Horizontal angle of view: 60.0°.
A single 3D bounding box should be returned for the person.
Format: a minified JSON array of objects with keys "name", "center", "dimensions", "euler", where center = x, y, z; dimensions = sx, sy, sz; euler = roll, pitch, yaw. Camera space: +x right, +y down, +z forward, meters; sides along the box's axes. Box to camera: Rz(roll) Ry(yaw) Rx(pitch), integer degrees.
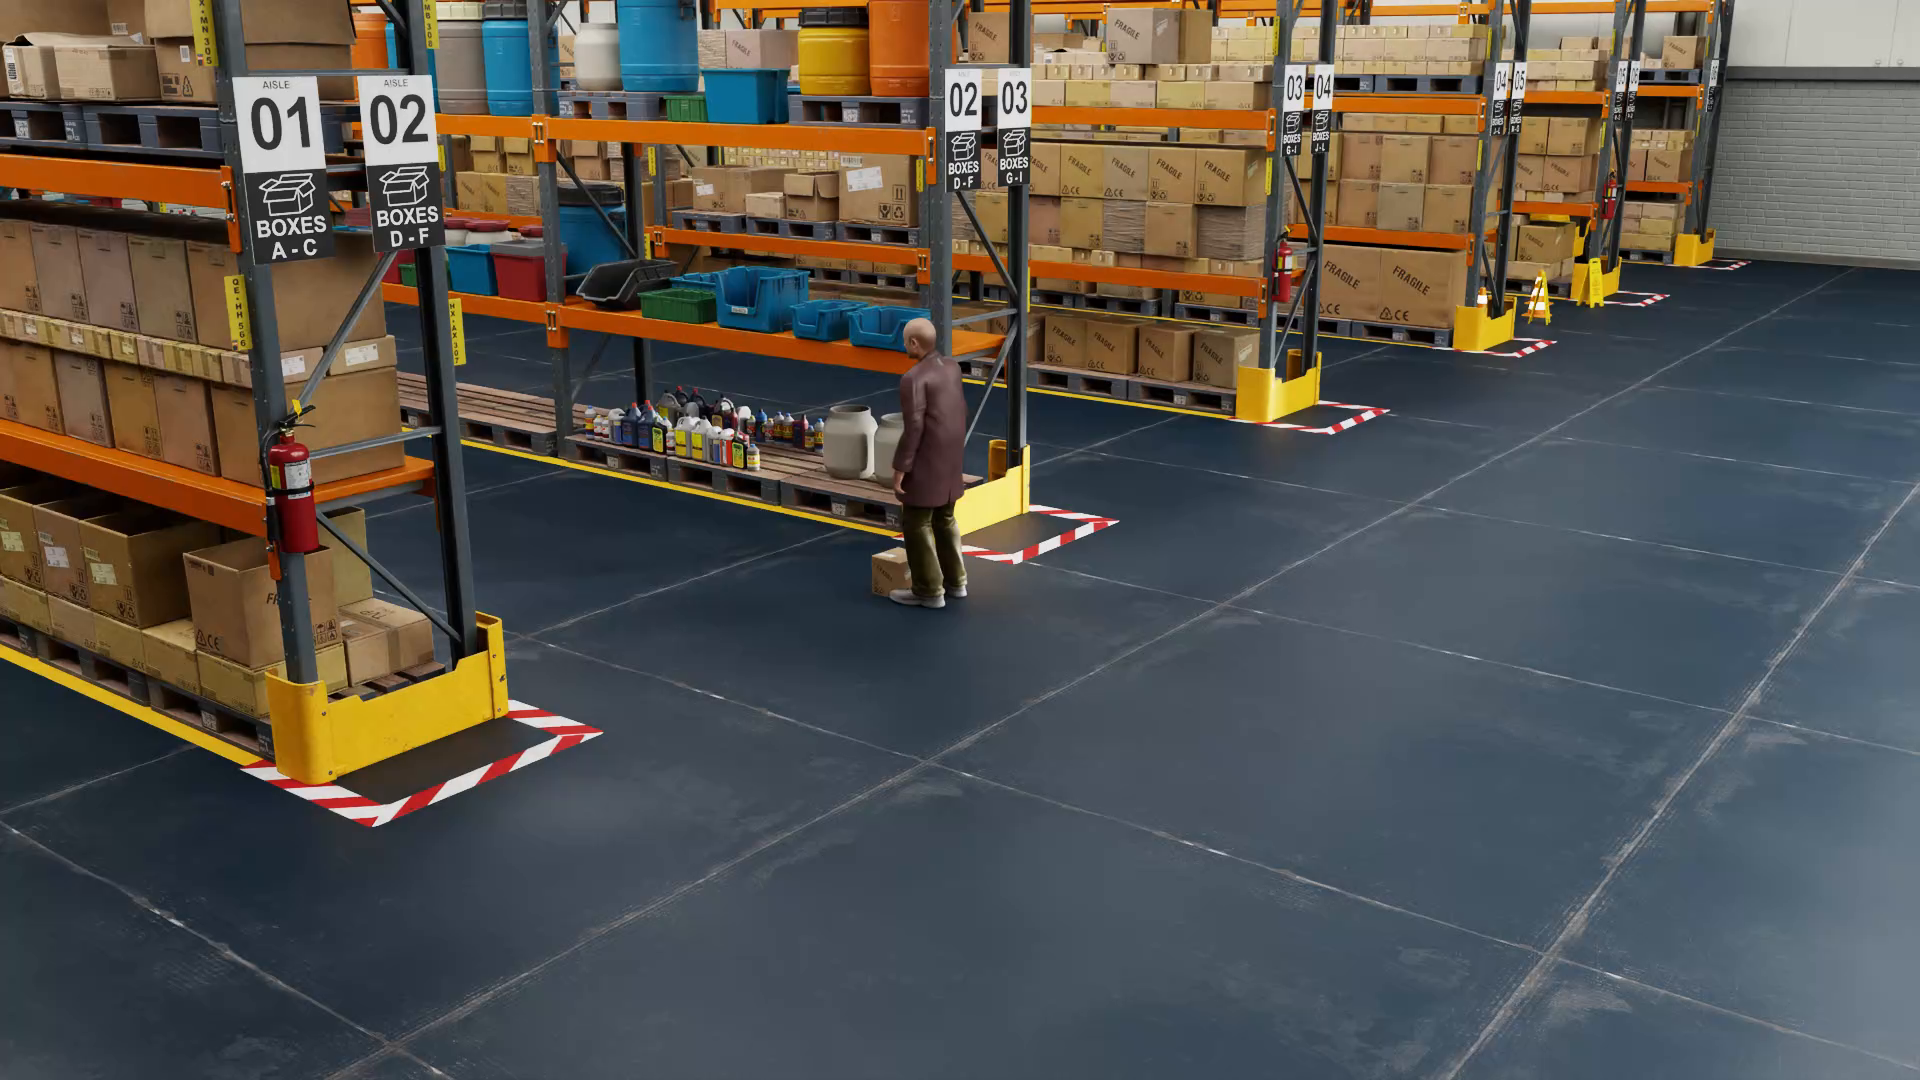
[{"name":"person","center":[-0.190,-0.474,10.182],"dimensions":[0.419,1.775,0.655],"euler":[11,19,32]}]
